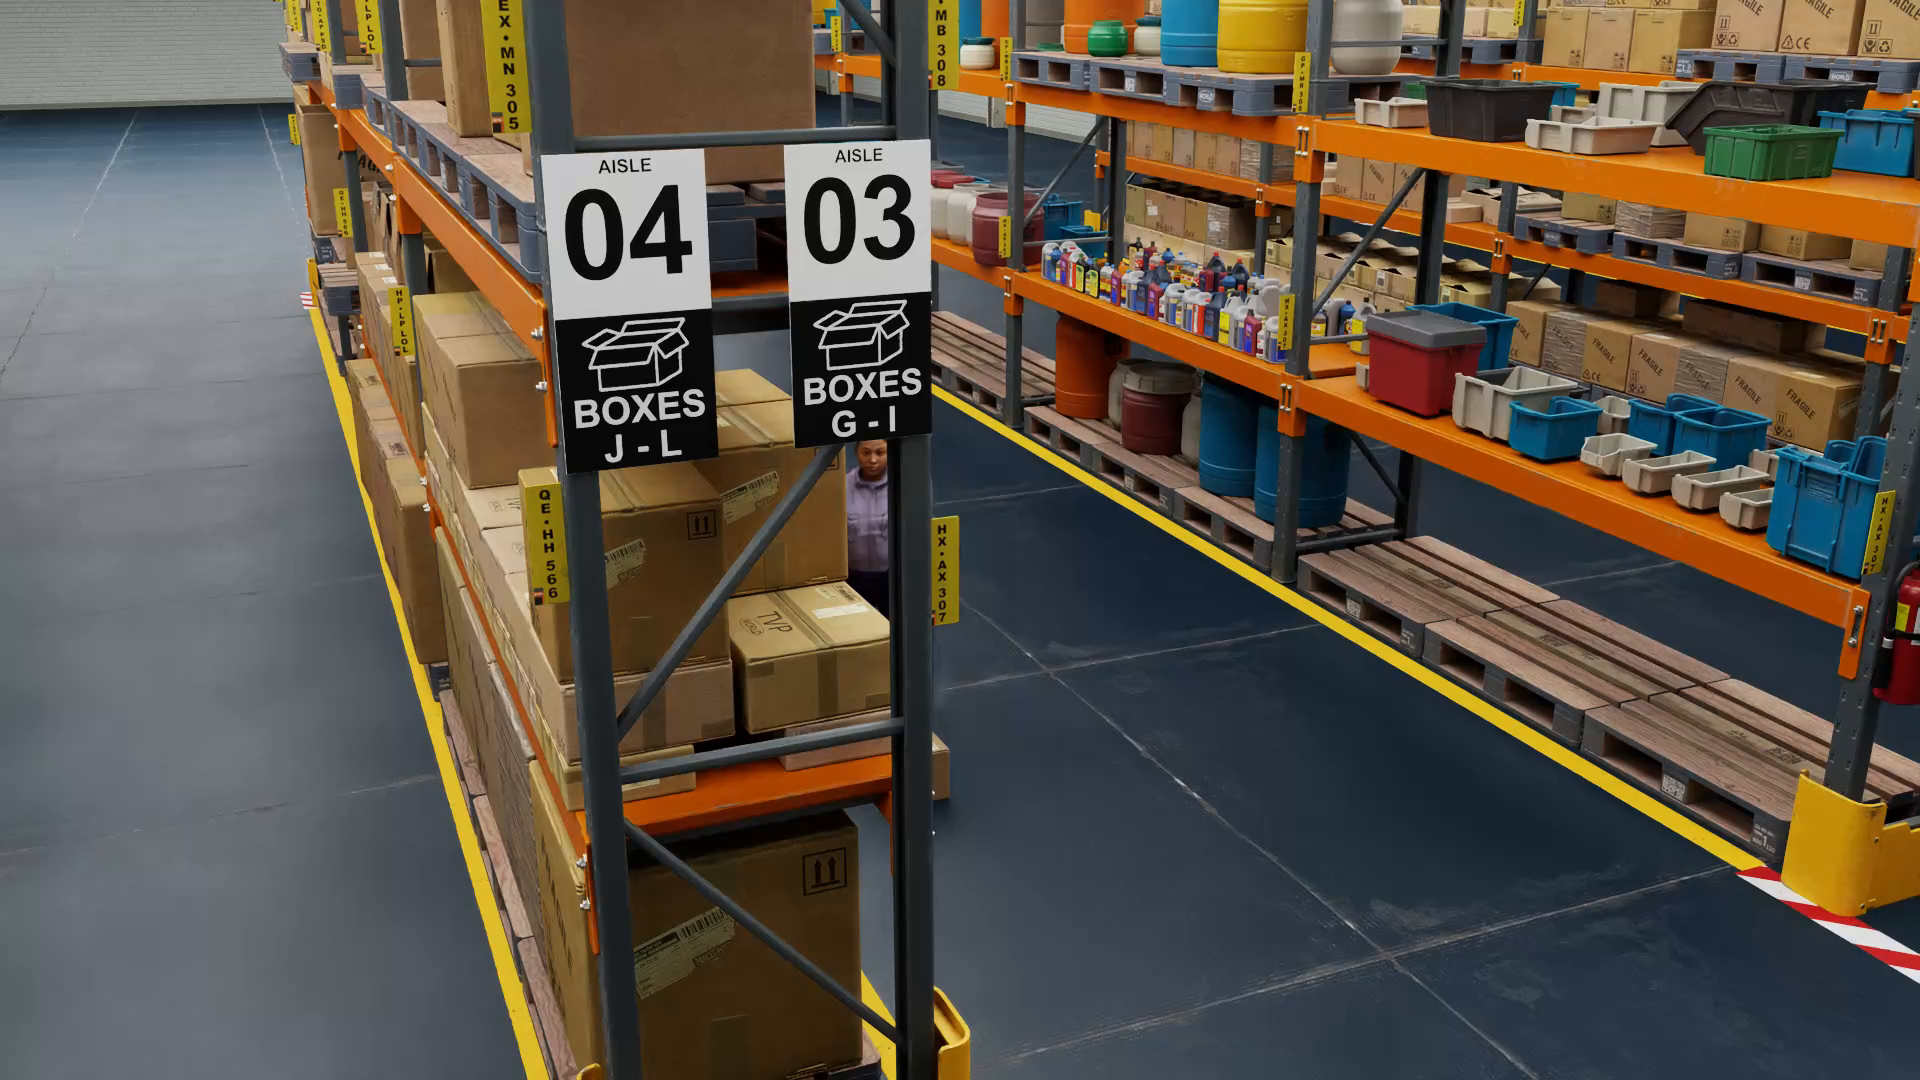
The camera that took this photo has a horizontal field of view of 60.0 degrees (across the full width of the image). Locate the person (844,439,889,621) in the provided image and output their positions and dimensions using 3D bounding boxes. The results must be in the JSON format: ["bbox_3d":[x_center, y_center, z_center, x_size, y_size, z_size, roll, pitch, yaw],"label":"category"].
[{"bbox_3d":[-0.401,0.254,7.831,0.470,1.643,0.631,0,19,1],"label":"person"}]
